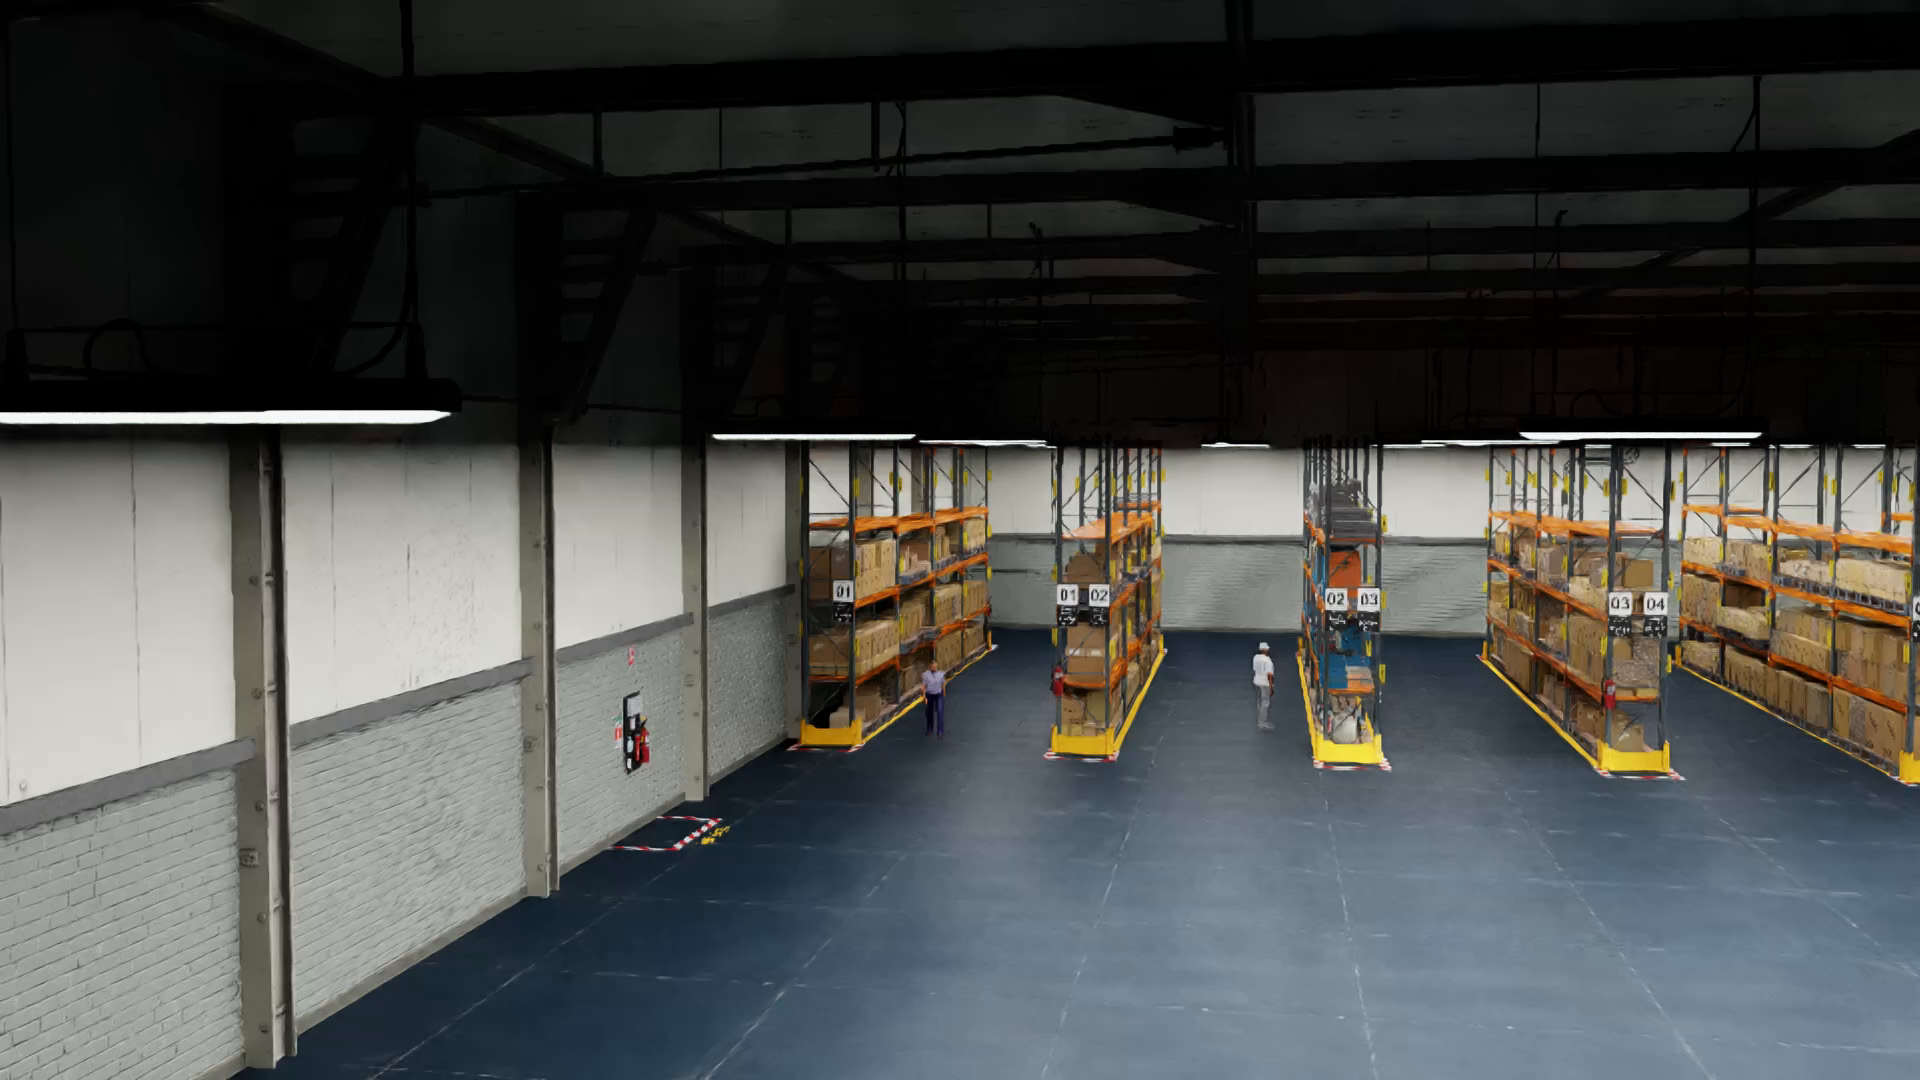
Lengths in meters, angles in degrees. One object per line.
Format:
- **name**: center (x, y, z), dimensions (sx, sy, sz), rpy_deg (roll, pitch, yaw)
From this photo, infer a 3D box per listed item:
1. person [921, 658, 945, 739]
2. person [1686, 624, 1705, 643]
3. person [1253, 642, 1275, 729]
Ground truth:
- **person**: center (-0.532, 3.140, 33.036), dimensions (0.478, 1.562, 0.999), rpy_deg (0, 3, 2)
- **person**: center (20.189, 2.411, 45.603), dimensions (0.611, 1.716, 0.568), rpy_deg (-1, 3, -22)
- **person**: center (6.277, 2.972, 34.155), dimensions (0.446, 1.766, 0.628), rpy_deg (-1, 3, -21)
